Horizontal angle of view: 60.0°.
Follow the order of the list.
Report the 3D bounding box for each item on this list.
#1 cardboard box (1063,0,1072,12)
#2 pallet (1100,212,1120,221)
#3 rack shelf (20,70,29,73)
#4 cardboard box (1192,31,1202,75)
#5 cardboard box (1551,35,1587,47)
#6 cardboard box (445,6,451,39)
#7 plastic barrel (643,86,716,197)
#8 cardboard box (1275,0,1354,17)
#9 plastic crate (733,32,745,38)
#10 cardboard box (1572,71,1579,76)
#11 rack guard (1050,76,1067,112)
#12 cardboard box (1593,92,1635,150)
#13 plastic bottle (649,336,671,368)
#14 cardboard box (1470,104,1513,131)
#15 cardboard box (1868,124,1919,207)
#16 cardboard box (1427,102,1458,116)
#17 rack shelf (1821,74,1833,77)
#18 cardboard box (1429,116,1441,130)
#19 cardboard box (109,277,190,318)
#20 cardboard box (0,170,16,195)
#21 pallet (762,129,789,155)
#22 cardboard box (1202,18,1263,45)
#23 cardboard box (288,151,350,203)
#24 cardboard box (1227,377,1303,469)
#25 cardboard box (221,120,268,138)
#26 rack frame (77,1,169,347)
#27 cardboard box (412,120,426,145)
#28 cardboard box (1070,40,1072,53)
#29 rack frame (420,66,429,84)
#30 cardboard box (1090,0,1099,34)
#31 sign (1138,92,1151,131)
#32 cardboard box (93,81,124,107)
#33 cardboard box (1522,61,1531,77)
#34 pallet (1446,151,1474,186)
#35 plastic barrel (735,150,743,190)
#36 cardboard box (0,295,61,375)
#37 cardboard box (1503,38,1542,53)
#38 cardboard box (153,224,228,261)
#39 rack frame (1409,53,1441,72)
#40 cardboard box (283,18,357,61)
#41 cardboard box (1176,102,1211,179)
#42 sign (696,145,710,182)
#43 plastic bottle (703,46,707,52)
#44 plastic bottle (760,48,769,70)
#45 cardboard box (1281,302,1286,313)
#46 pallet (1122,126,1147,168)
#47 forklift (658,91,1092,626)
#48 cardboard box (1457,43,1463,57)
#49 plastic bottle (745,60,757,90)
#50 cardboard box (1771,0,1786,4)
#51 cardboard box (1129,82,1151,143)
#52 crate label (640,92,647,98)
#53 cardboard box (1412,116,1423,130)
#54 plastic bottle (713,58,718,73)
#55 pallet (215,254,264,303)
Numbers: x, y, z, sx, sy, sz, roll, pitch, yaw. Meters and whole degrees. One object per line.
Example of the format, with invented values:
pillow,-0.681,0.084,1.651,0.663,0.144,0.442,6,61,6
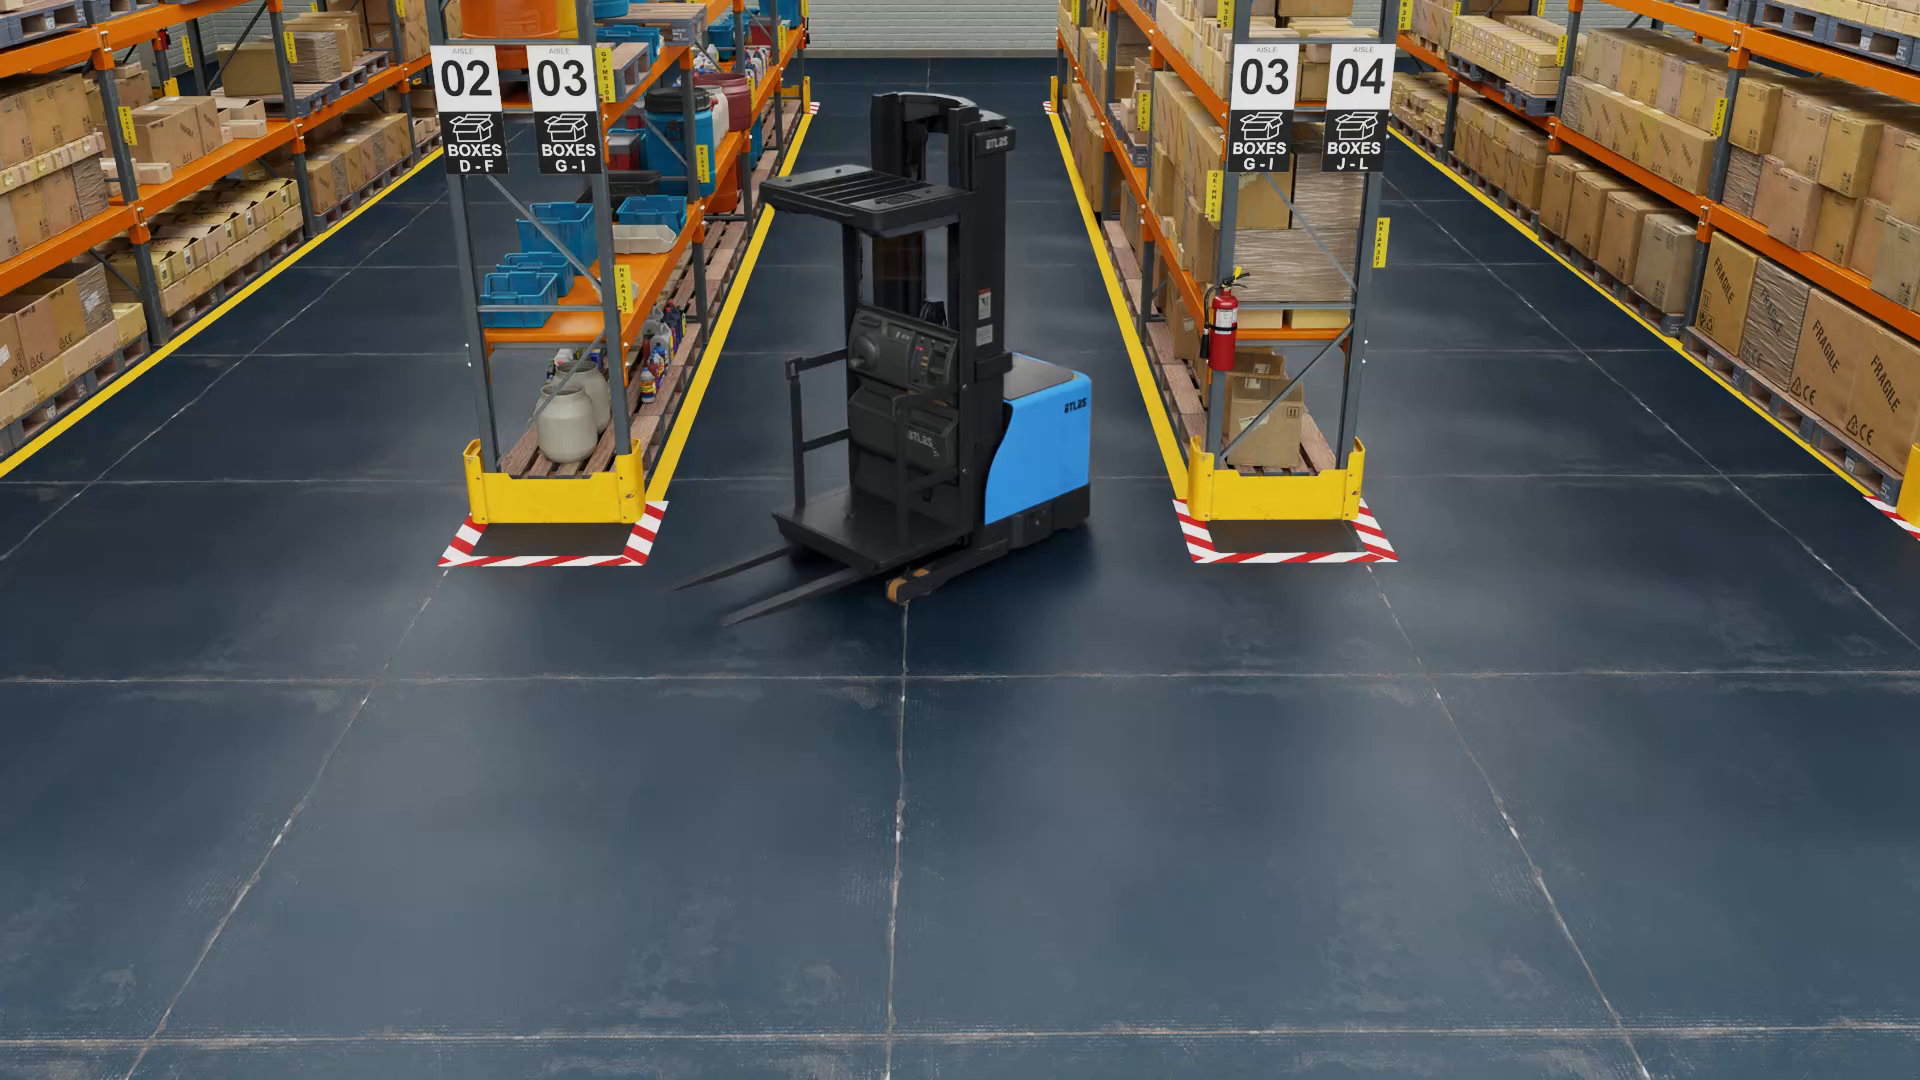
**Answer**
cardboard box,1.773,-7.926,24.046,0.500,0.500,0.500,-1,24,-2
pallet,2.174,-3.894,19.604,1.003,0.211,1.213,0,24,-1
rack shelf,-12.773,-5.269,20.133,1.077,0.370,4.000,0,24,-1
cardboard box,1.930,-3.456,11.792,0.500,0.250,0.500,0,24,1
cardboard box,7.241,-5.901,19.730,0.380,0.149,0.250,0,24,1
cardboard box,-7.594,-7.328,23.691,0.500,0.500,0.500,-1,24,-1
plastic barrel,-2.503,-3.558,14.868,0.600,0.901,0.708,0,24,-1
cardboard box,2.449,-3.931,11.573,0.500,0.500,0.500,0,24,-1
plastic crate,-3.208,-7.089,23.531,0.293,0.136,0.466,0,24,-1
cardboard box,7.259,-5.304,19.132,0.380,0.149,0.250,1,24,2
rack guard,2.020,-7.007,26.136,1.175,0.500,0.348,0,24,-1
cardboard box,6.817,-4.262,16.912,0.500,0.500,0.500,0,24,-1
plastic bottle,-2.503,-1.585,13.886,0.152,0.276,0.135,0,24,0
cardboard box,6.777,-5.337,21.024,0.500,0.250,0.500,0,24,1
cardboard box,7.222,-2.694,12.075,0.875,0.550,0.550,0,24,-1
cardboard box,6.708,-5.985,23.070,0.380,0.149,0.250,0,24,-1
rack shelf,11.995,-5.380,20.379,1.077,0.370,4.000,0,24,-1
cardboard box,6.688,-5.736,22.881,0.380,0.149,0.250,-1,24,-3
cardboard box,-7.511,-2.254,15.420,0.500,0.250,0.500,-1,24,-2
cardboard box,-7.519,-2.745,12.772,0.380,0.149,0.250,1,24,1
pallet,-2.936,-5.498,23.149,1.003,0.211,1.213,0,24,-1
cardboard box,1.855,-3.459,11.317,0.380,0.149,0.250,0,24,0
cardboard box,-7.529,-4.262,19.534,0.500,0.500,0.500,-1,24,-2
cardboard box,2.205,-0.853,12.019,0.500,0.500,0.500,4,25,9
cardboard box,-7.512,-4.312,17.450,0.380,0.149,0.250,0,24,-1
rack frame,-7.755,-3.148,14.570,1.000,3.000,0.127,0,24,-1
cardboard box,-7.630,-5.594,22.707,0.500,0.311,0.500,0,24,-1
cardboard box,1.724,-6.815,22.983,0.380,0.149,0.250,0,24,0
rack frame,-7.886,-8.093,25.504,1.000,3.000,0.127,0,24,-1
cardboard box,2.079,-6.727,21.145,0.797,0.503,0.637,-1,24,-2
sign,1.596,-3.715,14.418,0.100,0.325,0.005,0,24,-1
cardboard box,-12.720,-6.420,24.329,0.700,0.500,0.500,-1,24,-2
cardboard box,6.603,-5.344,18.860,0.380,0.149,0.250,1,24,1
pallet,7.035,-4.877,21.777,1.003,0.211,1.213,0,24,-1
plastic barrel,-2.880,-4.576,20.145,0.600,0.588,0.708,0,24,-1
cardboard box,-7.508,-1.620,13.109,0.500,0.500,0.500,0,24,-1
cardboard box,6.598,-5.789,19.482,0.380,0.149,0.250,0,24,-1
cardboard box,-7.517,-2.933,16.242,0.500,0.311,0.500,-1,24,-2
rack frame,6.981,-8.116,25.556,1.000,3.000,0.127,0,24,-1
cardboard box,-7.990,-6.202,20.692,0.700,0.500,0.500,4,25,8
cardboard box,1.930,-3.023,12.599,0.500,0.500,0.500,0,24,-1
sign,-2.251,-3.293,14.555,0.100,0.325,0.005,0,24,-1
plastic bottle,-3.311,-6.259,21.591,0.061,0.283,0.133,0,24,-1
plastic bottle,-2.561,-6.248,21.575,0.152,0.276,0.135,0,24,-1
cardboard box,2.446,-1.650,11.563,0.380,0.149,0.250,0,24,-1
pallet,2.170,-3.936,16.546,1.003,0.211,1.213,0,24,-1
forklift,-0.512,-1.170,10.280,3.031,2.935,1.130,-22,32,-39
cardboard box,6.578,-6.266,21.261,0.380,0.149,0.250,0,24,0
plastic bottle,-2.540,-5.612,20.077,0.144,0.351,0.185,0,24,-1
cardboard box,6.781,-4.403,13.378,0.380,0.149,0.250,0,24,0
cardboard box,2.040,-4.143,16.136,0.797,0.503,0.637,2,24,5
crate label,-3.105,-4.423,17.345,0.502,0.435,0.616,0,24,-1
cardboard box,6.668,-5.947,23.709,0.380,0.149,0.250,0,24,-1
plastic bottle,-3.136,-6.040,21.205,0.097,0.201,0.097,0,24,0
pallet,-7.818,-2.685,16.930,1.003,0.211,1.213,0,24,-1
